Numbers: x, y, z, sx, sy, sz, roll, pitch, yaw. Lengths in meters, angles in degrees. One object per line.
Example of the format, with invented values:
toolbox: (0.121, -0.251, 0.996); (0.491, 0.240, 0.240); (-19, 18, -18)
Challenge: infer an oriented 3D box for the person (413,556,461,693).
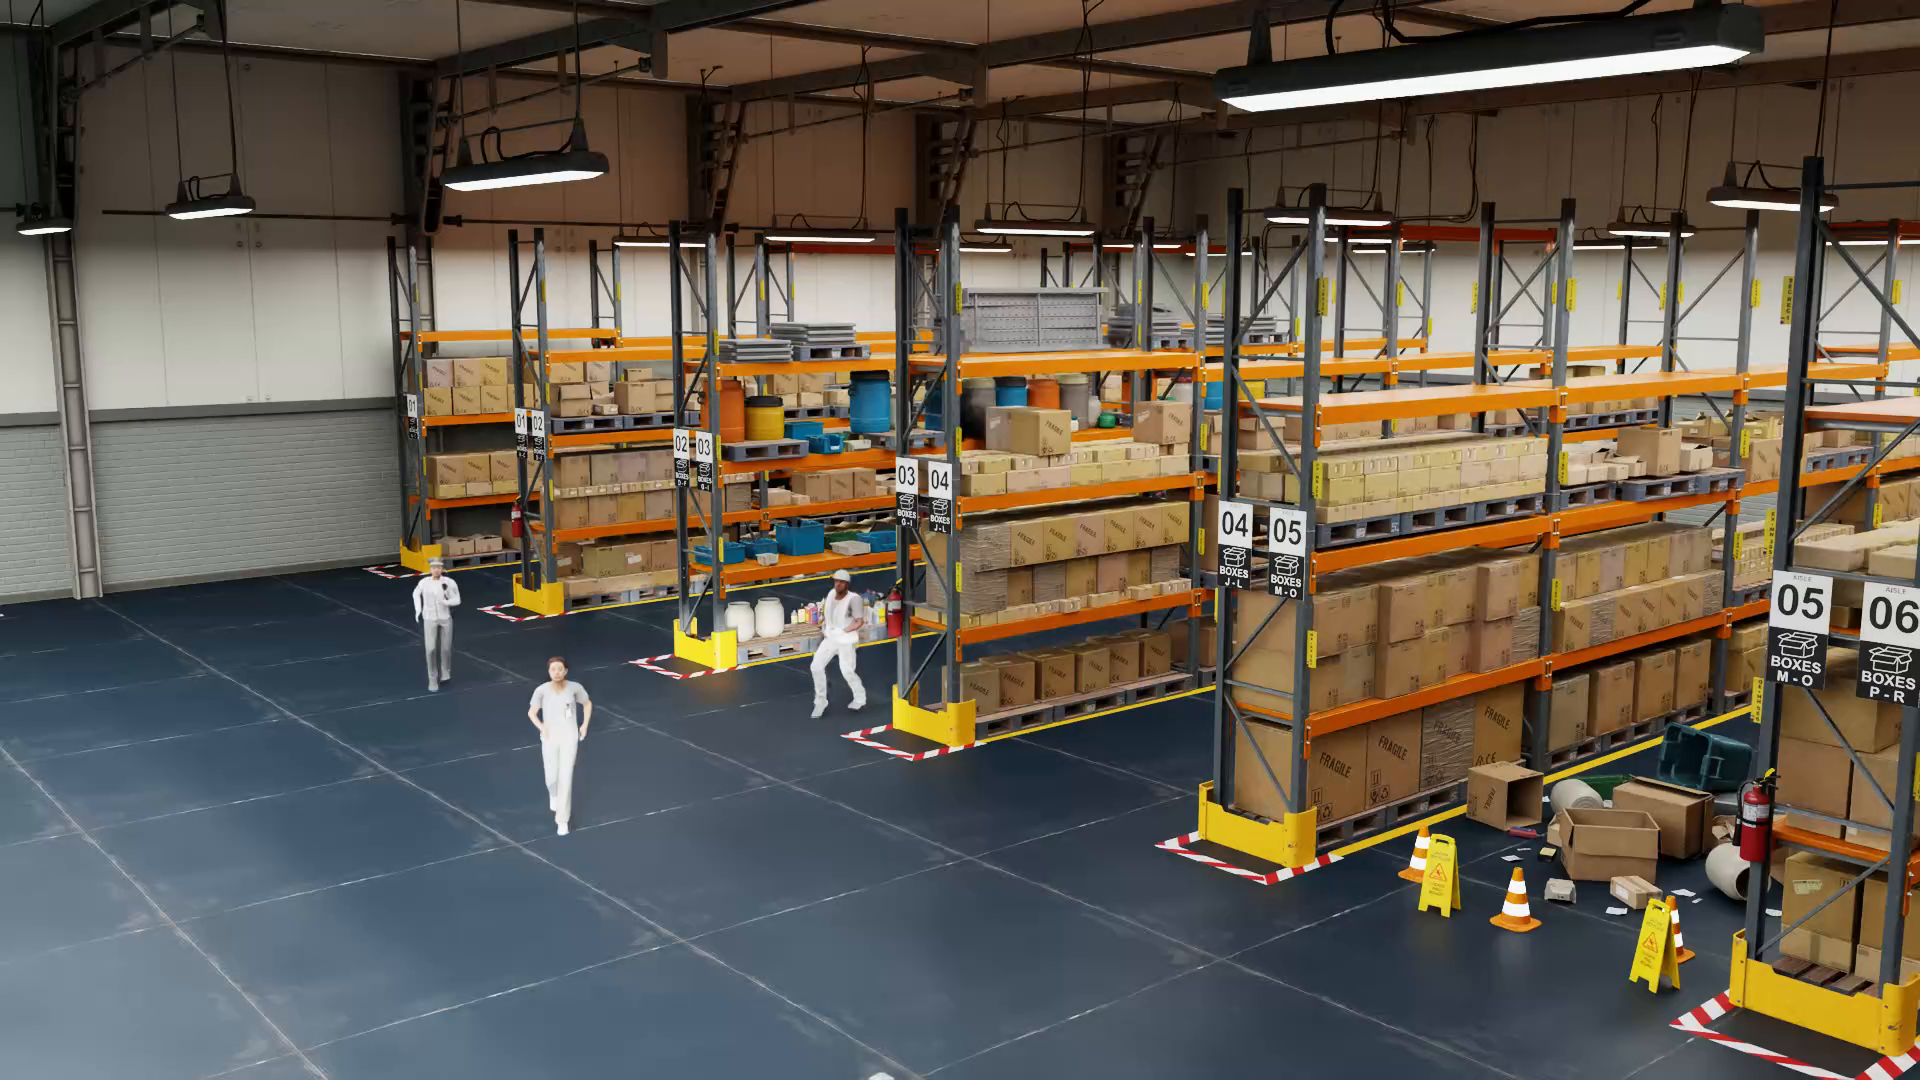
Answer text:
person: (-6.703, 1.064, 21.358); (0.578, 1.749, 0.740); (-3, 9, -17)

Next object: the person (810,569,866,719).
person: (-1.422, 1.241, 19.980); (0.691, 1.816, 0.725); (7, 11, 39)

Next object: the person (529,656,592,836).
person: (-3.818, 1.927, 15.931); (0.590, 1.661, 0.723); (-2, 9, -11)
